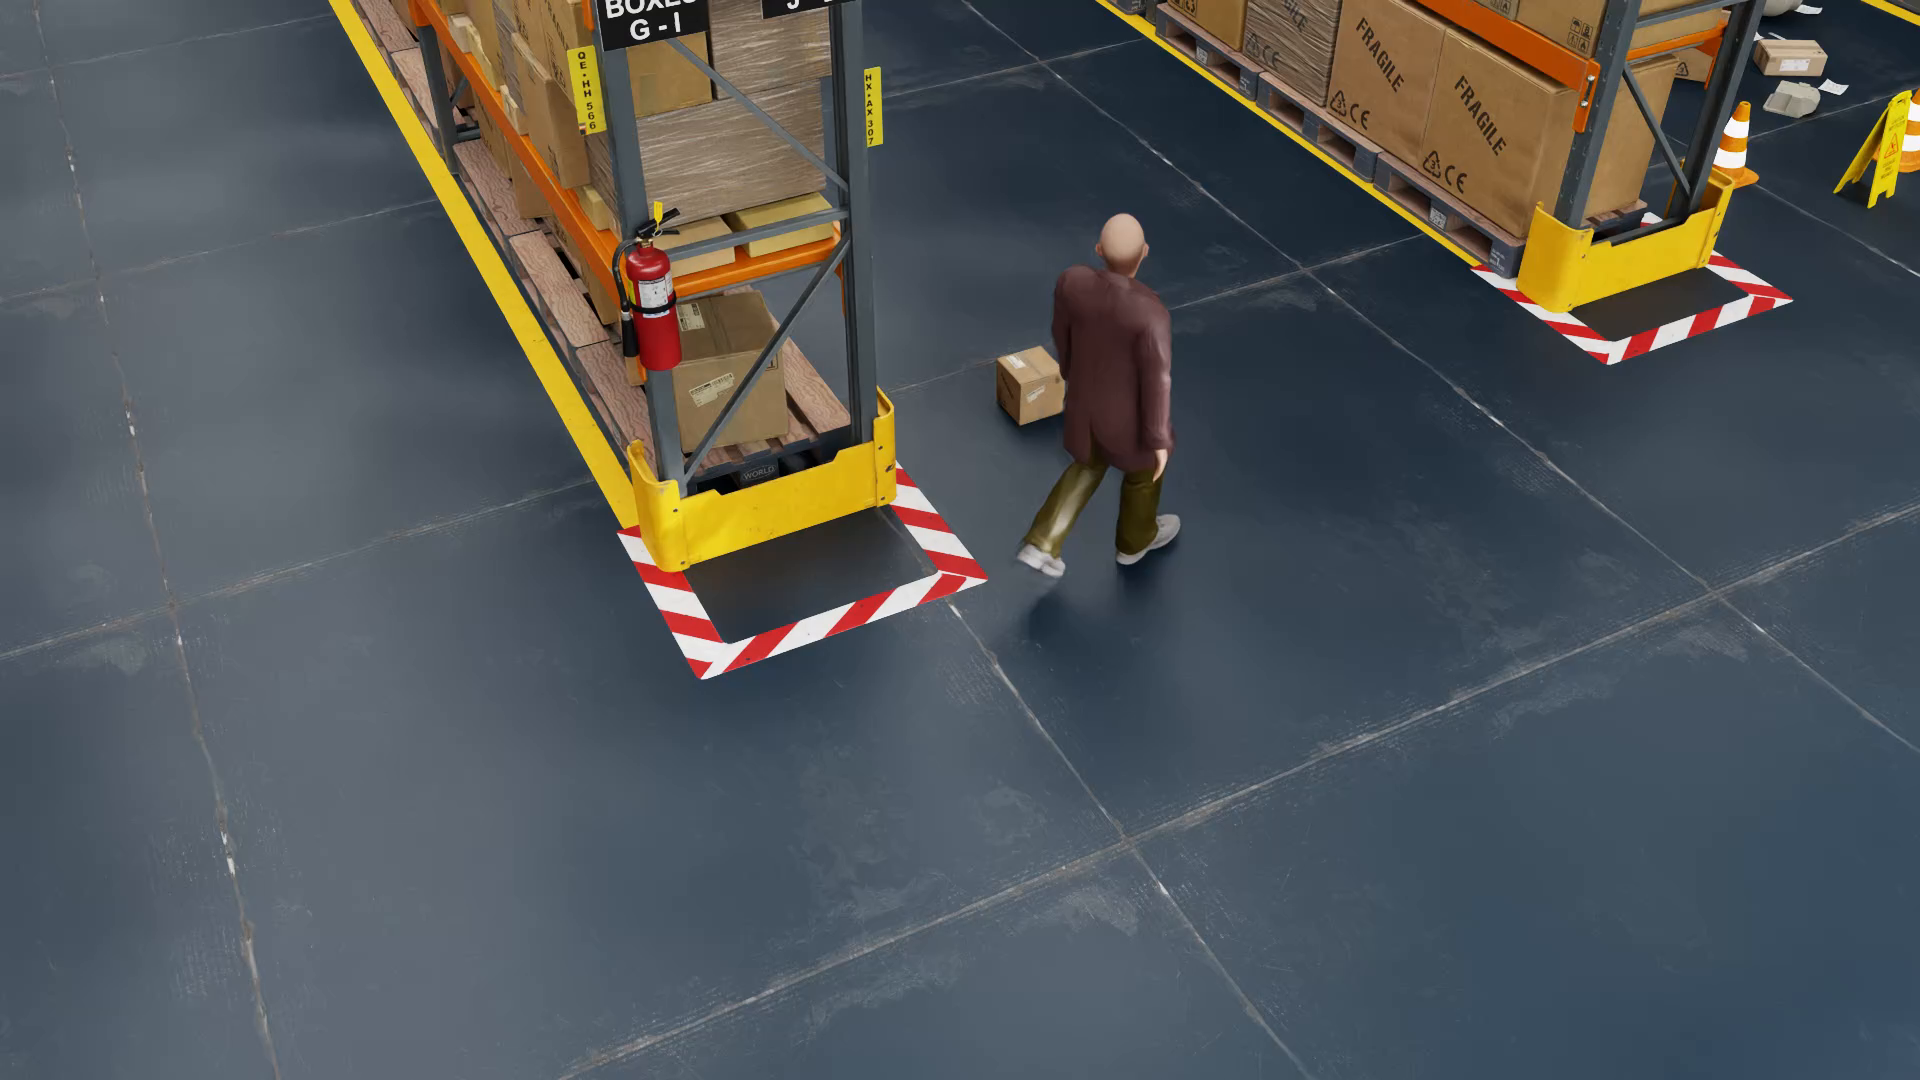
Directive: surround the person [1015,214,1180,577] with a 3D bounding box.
[{"bbox_3d":[0.625,-0.537,6.775,0.646,1.757,0.900,32,50,32],"label":"person"}]
